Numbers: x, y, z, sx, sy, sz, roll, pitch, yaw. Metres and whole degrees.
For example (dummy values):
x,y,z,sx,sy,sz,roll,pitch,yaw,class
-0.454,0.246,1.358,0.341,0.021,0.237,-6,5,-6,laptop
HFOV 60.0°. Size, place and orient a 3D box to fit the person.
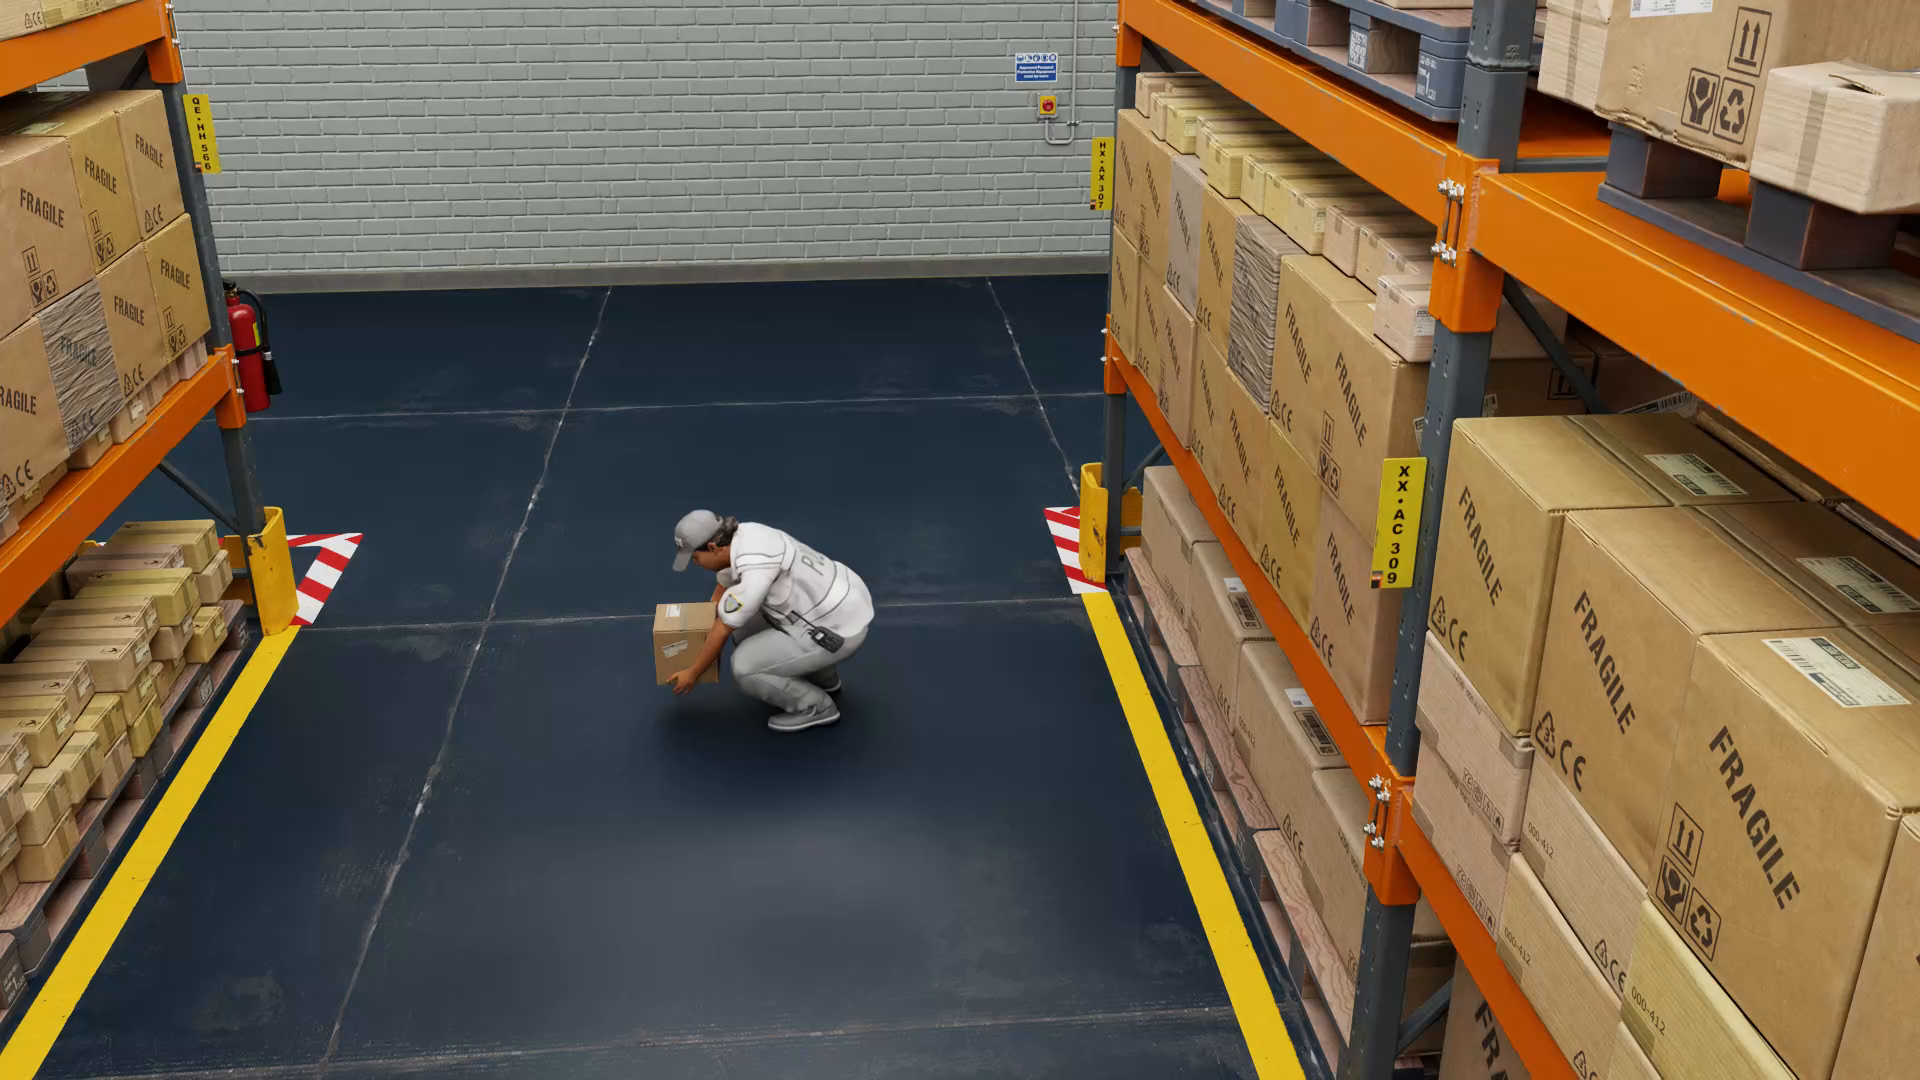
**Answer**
x,y,z,sx,sy,sz,roll,pitch,yaw,class
-0.786,0.290,6.846,0.860,0.952,0.519,-3,24,-6,person
